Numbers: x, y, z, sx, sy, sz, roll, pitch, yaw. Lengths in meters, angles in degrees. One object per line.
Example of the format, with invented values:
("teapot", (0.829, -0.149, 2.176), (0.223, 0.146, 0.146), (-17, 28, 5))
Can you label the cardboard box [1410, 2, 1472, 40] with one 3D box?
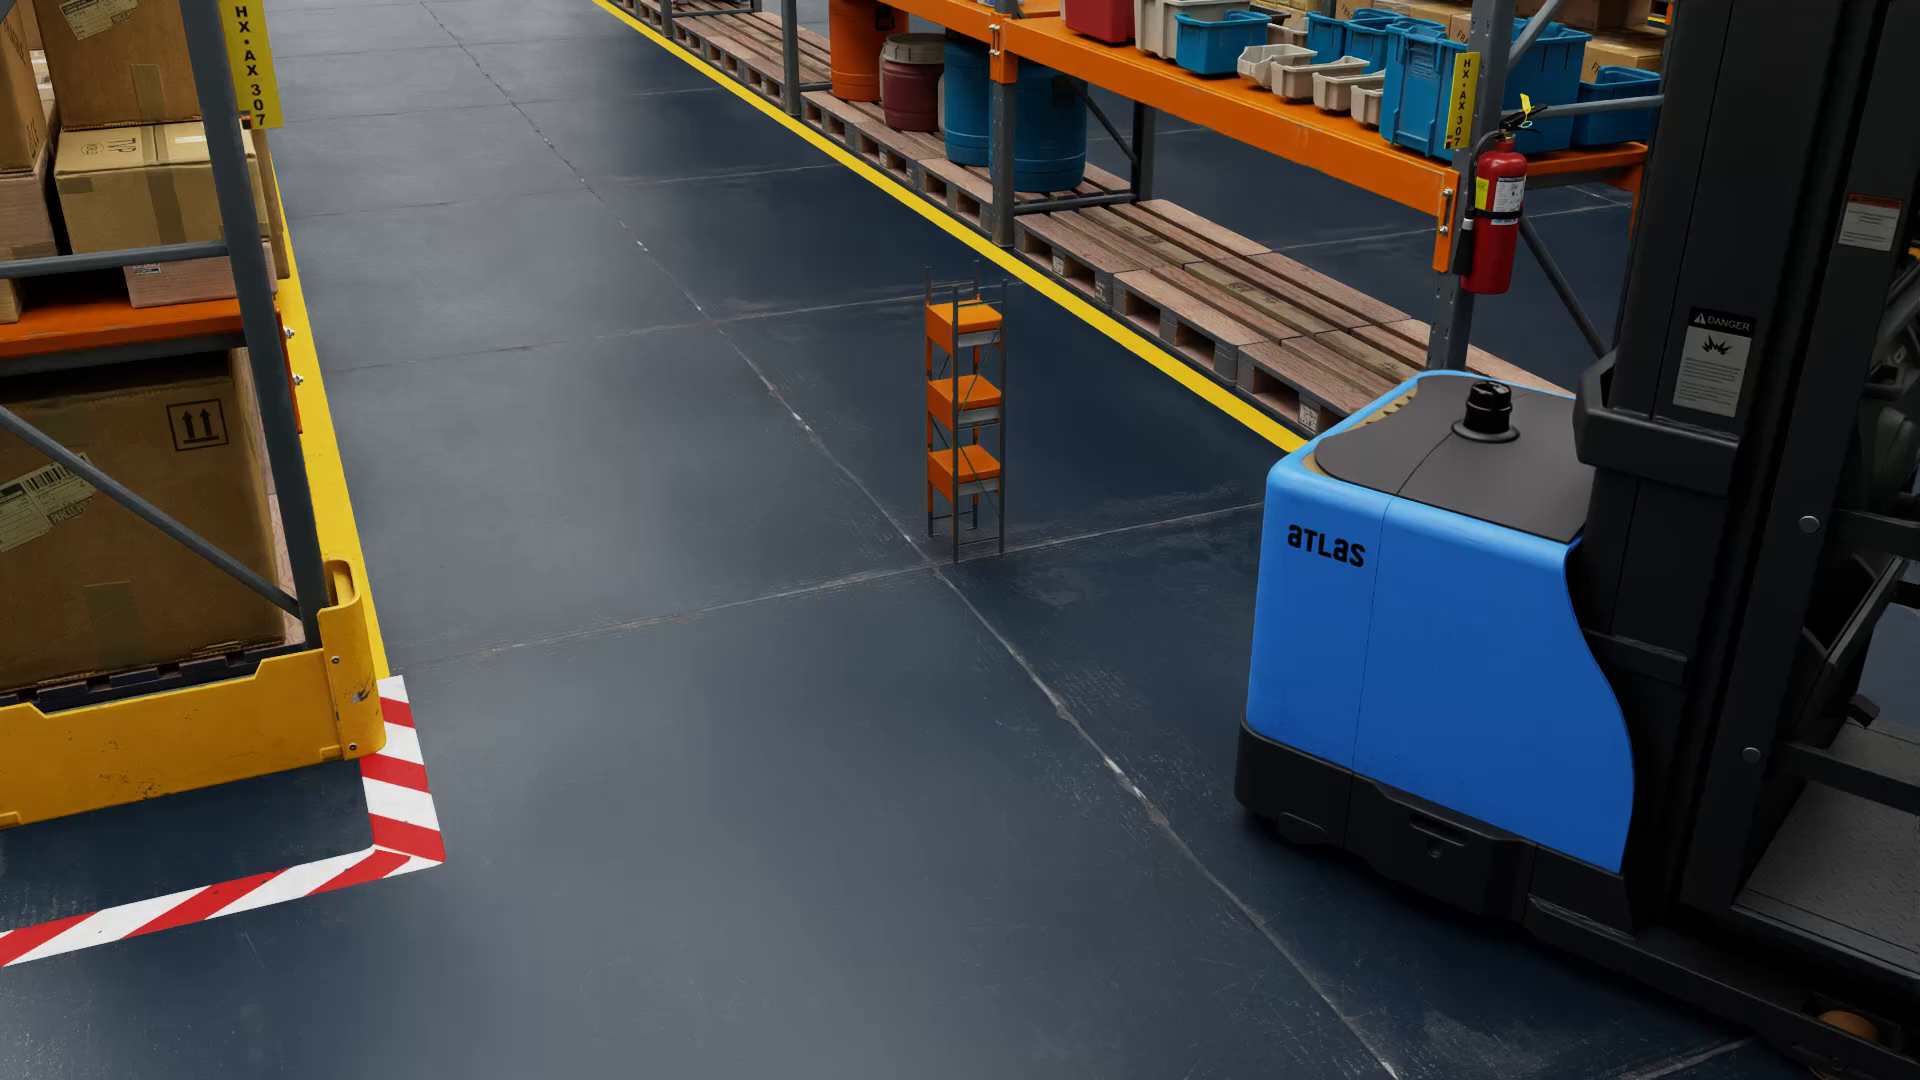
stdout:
("cardboard box", (3.983, -4.054, 13.482), (0.500, 0.500, 0.500), (-11, 28, -21))

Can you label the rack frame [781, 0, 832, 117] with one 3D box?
("rack frame", (-0.894, -4.777, 12.614), (1.000, 3.000, 0.127), (-11, 28, -21))

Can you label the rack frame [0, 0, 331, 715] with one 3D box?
("rack frame", (-2.318, -0.696, 4.256), (1.000, 3.000, 0.127), (-11, 28, -21))

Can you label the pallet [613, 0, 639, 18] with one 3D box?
("pallet", (-3.167, -5.910, 18.114), (1.003, 0.211, 1.213), (-11, 28, -21))

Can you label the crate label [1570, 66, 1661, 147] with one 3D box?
("crate label", (2.445, -1.655, 6.343), (0.416, 0.233, 0.303), (-11, 28, -21))

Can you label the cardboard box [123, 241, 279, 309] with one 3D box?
("cardboard box", (-2.154, -0.783, 4.721), (0.380, 0.149, 0.250), (-10, 28, -20))

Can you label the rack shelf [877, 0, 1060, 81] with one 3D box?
("rack shelf", (-0.111, -3.646, 11.118), (1.077, 0.370, 4.000), (-11, 28, -21))

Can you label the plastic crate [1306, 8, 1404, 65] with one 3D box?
("plastic crate", (1.812, -2.308, 7.680), (0.416, 0.233, 0.300), (-11, 28, -21))

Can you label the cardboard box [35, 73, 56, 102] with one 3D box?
("cardboard box", (-3.150, -1.322, 5.372), (0.500, 0.250, 0.500), (-12, 28, -22))

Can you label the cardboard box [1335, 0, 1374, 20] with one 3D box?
("cardboard box", (3.581, -4.468, 14.329), (0.500, 0.500, 0.500), (-9, 28, -18))

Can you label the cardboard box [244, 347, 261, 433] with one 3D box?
("cardboard box", (-3.348, -0.901, 6.620), (0.875, 0.875, 0.875), (-11, 28, -21))

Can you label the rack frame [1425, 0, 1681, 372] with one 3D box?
("rack frame", (2.239, -1.547, 5.999), (1.000, 3.000, 0.127), (-11, 28, -21))

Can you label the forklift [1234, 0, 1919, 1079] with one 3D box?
("forklift", (2.229, -0.298, 3.519), (3.031, 2.935, 1.130), (20, 32, 34))

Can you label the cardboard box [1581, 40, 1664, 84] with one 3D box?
("cardboard box", (4.775, -3.236, 11.806), (0.500, 0.500, 0.500), (-11, 28, -21))

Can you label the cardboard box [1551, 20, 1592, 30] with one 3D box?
("cardboard box", (4.859, -3.739, 12.837), (0.500, 0.500, 0.500), (-10, 28, -20))

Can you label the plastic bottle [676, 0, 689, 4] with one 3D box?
("plastic bottle", (-2.845, -5.634, 16.888), (0.144, 0.351, 0.185), (-11, 28, -21))

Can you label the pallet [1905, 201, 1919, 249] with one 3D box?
("pallet", (5.981, -1.987, 10.080), (1.003, 0.211, 1.213), (-11, 28, -21))

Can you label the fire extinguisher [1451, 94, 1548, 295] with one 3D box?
("fire extinguisher", (1.880, -1.206, 5.814), (0.296, 0.674, 0.183), (-11, 28, -21))

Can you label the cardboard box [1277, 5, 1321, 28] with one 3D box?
("cardboard box", (3.235, -4.750, 15.215), (0.500, 0.250, 0.500), (-10, 28, -19))

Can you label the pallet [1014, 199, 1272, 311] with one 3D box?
("pallet", (0.996, -1.618, 9.324), (1.003, 0.211, 1.213), (-11, 28, -21))

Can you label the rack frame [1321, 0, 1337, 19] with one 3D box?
("rack frame", (3.665, -5.626, 14.354), (1.000, 3.000, 0.127), (-11, 28, -21))

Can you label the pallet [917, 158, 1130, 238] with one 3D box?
("pallet", (0.409, -2.227, 10.571), (1.003, 0.211, 1.213), (-11, 28, -21))

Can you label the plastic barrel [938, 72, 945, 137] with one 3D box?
("plastic barrel", (0.059, -2.984, 11.300), (0.421, 0.512, 0.421), (0, 26, 0))

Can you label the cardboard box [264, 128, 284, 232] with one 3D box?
("cardboard box", (-4.505, -2.160, 9.198), (1.225, 0.875, 0.875), (-12, 28, -22))

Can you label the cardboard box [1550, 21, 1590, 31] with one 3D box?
("cardboard box", (4.393, -3.639, 12.632), (0.500, 0.500, 0.500), (-10, 28, -20))

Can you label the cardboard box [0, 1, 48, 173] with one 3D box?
("cardboard box", (-2.751, -1.251, 4.370), (0.500, 0.500, 0.500), (-10, 28, -20))

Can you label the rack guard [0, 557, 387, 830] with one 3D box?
("rack guard", (-2.309, 0.437, 4.785), (1.175, 0.500, 0.348), (-11, 28, -21))

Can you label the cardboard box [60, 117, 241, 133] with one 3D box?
("cardboard box", (-2.468, -1.211, 5.143), (0.500, 0.250, 0.500), (-11, 28, -21))

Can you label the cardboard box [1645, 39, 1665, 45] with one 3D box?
("cardboard box", (5.267, -3.323, 11.984), (0.500, 0.500, 0.500), (-12, 28, -23))

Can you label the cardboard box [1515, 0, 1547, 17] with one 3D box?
("cardboard box", (4.678, -4.266, 13.061), (0.500, 0.250, 0.500), (-11, 28, -22))

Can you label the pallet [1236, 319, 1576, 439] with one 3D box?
("pallet", (1.952, -0.633, 7.307), (1.003, 0.211, 1.213), (-11, 28, -21))

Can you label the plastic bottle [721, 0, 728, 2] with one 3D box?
("plastic bottle", (-2.431, -5.680, 17.058), (0.061, 0.283, 0.133), (-11, 28, -21))

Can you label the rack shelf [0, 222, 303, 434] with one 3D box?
("rack shelf", (-3.102, -1.180, 6.068), (1.077, 0.370, 4.000), (-11, 28, -21))

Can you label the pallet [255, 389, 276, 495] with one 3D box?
("pallet", (-3.177, -0.244, 6.509), (1.003, 0.211, 1.213), (-11, 28, -21))

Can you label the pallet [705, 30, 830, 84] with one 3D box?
("pallet", (-1.636, -4.335, 14.887), (1.003, 0.211, 1.213), (-11, 28, -21))

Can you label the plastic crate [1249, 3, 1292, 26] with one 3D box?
("plastic crate", (1.358, -2.659, 8.523), (0.437, 0.125, 0.590), (-11, 28, -21))

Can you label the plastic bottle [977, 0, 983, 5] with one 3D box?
("plastic bottle", (0.150, -3.218, 9.649), (0.097, 0.201, 0.097), (0, 26, 0))

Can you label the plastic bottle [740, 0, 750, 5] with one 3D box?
("plastic bottle", (-2.182, -5.567, 16.841), (0.097, 0.271, 0.097), (0, 26, 0))

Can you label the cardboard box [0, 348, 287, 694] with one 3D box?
("cardboard box", (-2.643, -0.174, 5.131), (0.875, 0.875, 0.875), (-11, 28, -21))

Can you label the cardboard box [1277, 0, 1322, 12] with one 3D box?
("cardboard box", (3.234, -5.000, 15.089), (0.500, 0.311, 0.500), (-10, 28, -19))

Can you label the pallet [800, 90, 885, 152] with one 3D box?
("pallet", (-0.547, -3.212, 12.589), (1.003, 0.211, 1.213), (-11, 28, -21))

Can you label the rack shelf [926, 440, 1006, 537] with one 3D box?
("rack shelf", (0.021, -0.191, 6.102), (0.215, 0.259, 0.240), (-11, 28, -21))

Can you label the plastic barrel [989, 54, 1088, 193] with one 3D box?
("plastic barrel", (0.475, -2.630, 10.131), (0.600, 0.901, 0.708), (-11, 28, -21))

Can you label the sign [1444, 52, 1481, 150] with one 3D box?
("sign", (1.739, -1.519, 5.757), (0.100, 0.325, 0.005), (-11, 28, -21))

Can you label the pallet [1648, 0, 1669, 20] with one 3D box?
("pallet", (7.917, -5.541, 17.359), (1.003, 0.211, 1.213), (-11, 28, -21))

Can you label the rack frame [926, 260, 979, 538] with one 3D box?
("rack frame", (-0.027, -0.499, 6.076), (0.200, 1.050, 0.008), (-11, 28, -21))

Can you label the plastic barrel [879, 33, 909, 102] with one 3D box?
("plastic barrel", (-0.383, -3.440, 12.234), (0.421, 0.512, 0.421), (0, 26, 0))

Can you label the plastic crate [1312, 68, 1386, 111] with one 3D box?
("plastic crate", (1.653, -1.873, 6.899), (0.396, 0.136, 0.243), (-11, 28, -21))

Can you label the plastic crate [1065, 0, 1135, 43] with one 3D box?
("plastic crate", (0.791, -2.814, 8.453), (0.402, 0.464, 0.583), (-11, 28, -21))

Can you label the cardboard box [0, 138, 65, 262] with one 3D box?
("cardboard box", (-2.752, -0.912, 4.531), (0.500, 0.250, 0.500), (-11, 28, -21))

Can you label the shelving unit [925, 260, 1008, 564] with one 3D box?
("shelving unit", (0.021, -0.450, 5.975), (0.215, 1.050, 0.252), (-11, 28, -21))

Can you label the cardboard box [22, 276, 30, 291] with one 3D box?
("cardboard box", (-2.864, -0.775, 4.704), (0.380, 0.149, 0.250), (-10, 28, -20))

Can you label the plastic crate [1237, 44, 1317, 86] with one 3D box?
("plastic crate", (1.388, -2.098, 7.359), (0.298, 0.136, 0.250), (-11, 28, -21))

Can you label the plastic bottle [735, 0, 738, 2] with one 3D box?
("plastic bottle", (-2.261, -5.618, 17.025), (0.097, 0.201, 0.097), (0, 26, 0))

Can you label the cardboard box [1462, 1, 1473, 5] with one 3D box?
("cardboard box", (4.450, -4.154, 13.687), (0.500, 0.500, 0.500), (-12, 28, -22))

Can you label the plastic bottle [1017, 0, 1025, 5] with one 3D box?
("plastic bottle", (0.328, -3.205, 9.622), (0.097, 0.201, 0.097), (0, 26, 0))
